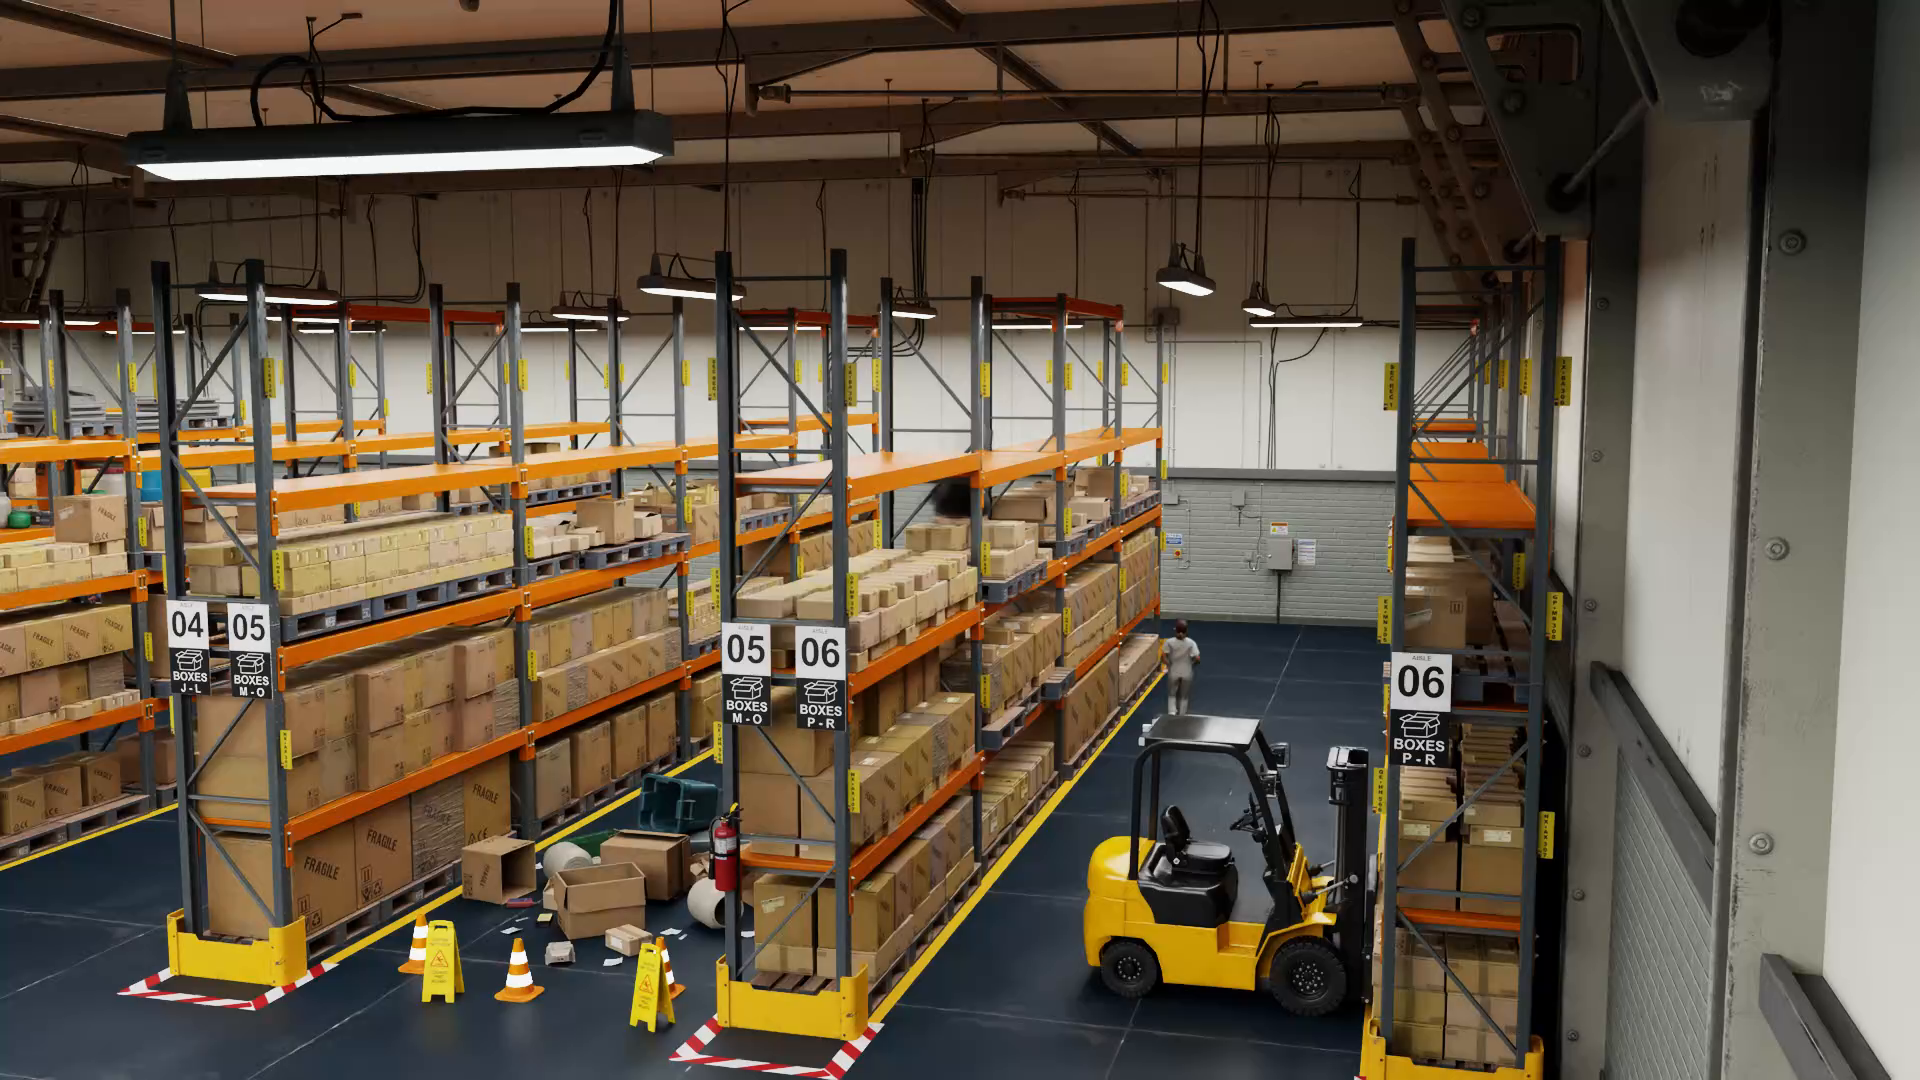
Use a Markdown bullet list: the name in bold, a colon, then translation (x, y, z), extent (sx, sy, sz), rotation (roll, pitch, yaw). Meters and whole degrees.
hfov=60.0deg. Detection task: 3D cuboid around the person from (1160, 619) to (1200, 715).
- **person**: translation (3.078, 1.900, 23.248), extent (0.561, 1.620, 0.584), rotation (1, 6, 9)
